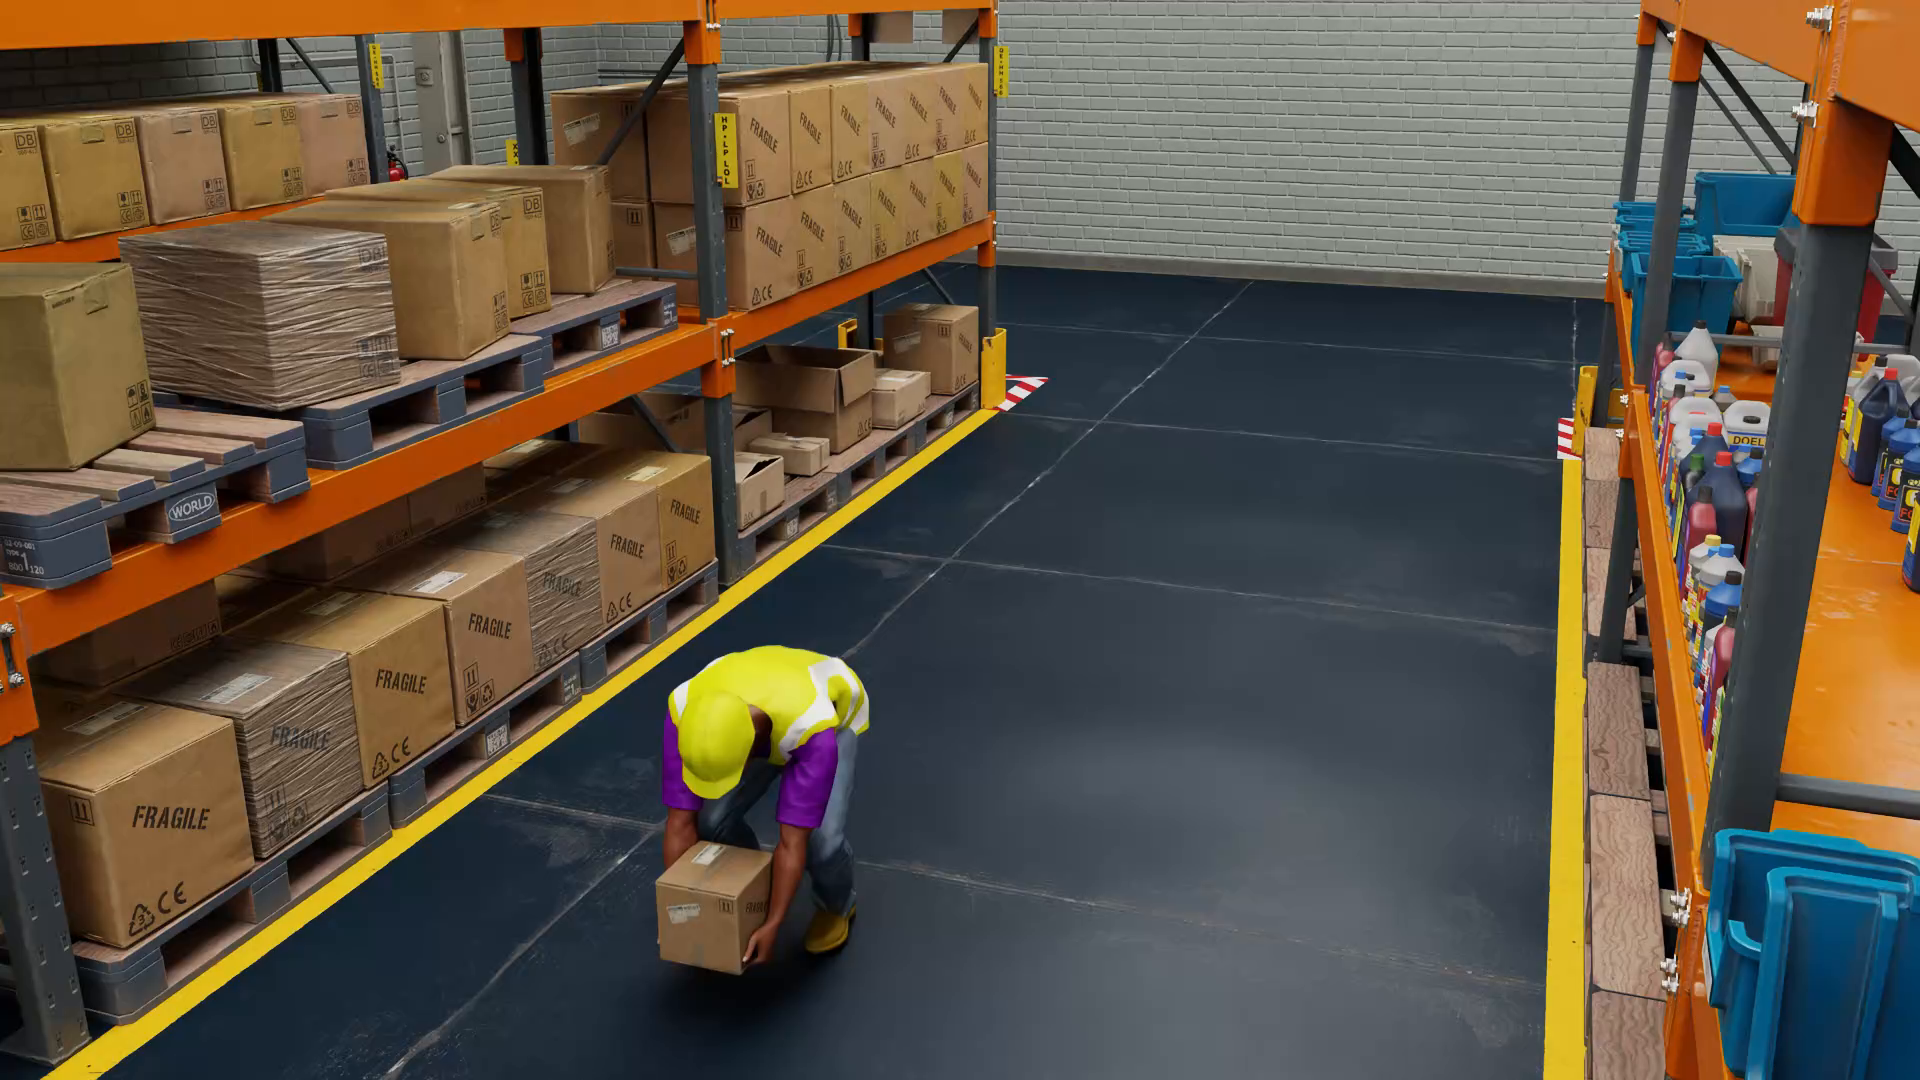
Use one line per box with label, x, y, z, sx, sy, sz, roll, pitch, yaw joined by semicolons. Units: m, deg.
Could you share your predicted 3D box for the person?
person;-0.554;0.786;4.920;0.523;0.981;0.919;6;19;16
